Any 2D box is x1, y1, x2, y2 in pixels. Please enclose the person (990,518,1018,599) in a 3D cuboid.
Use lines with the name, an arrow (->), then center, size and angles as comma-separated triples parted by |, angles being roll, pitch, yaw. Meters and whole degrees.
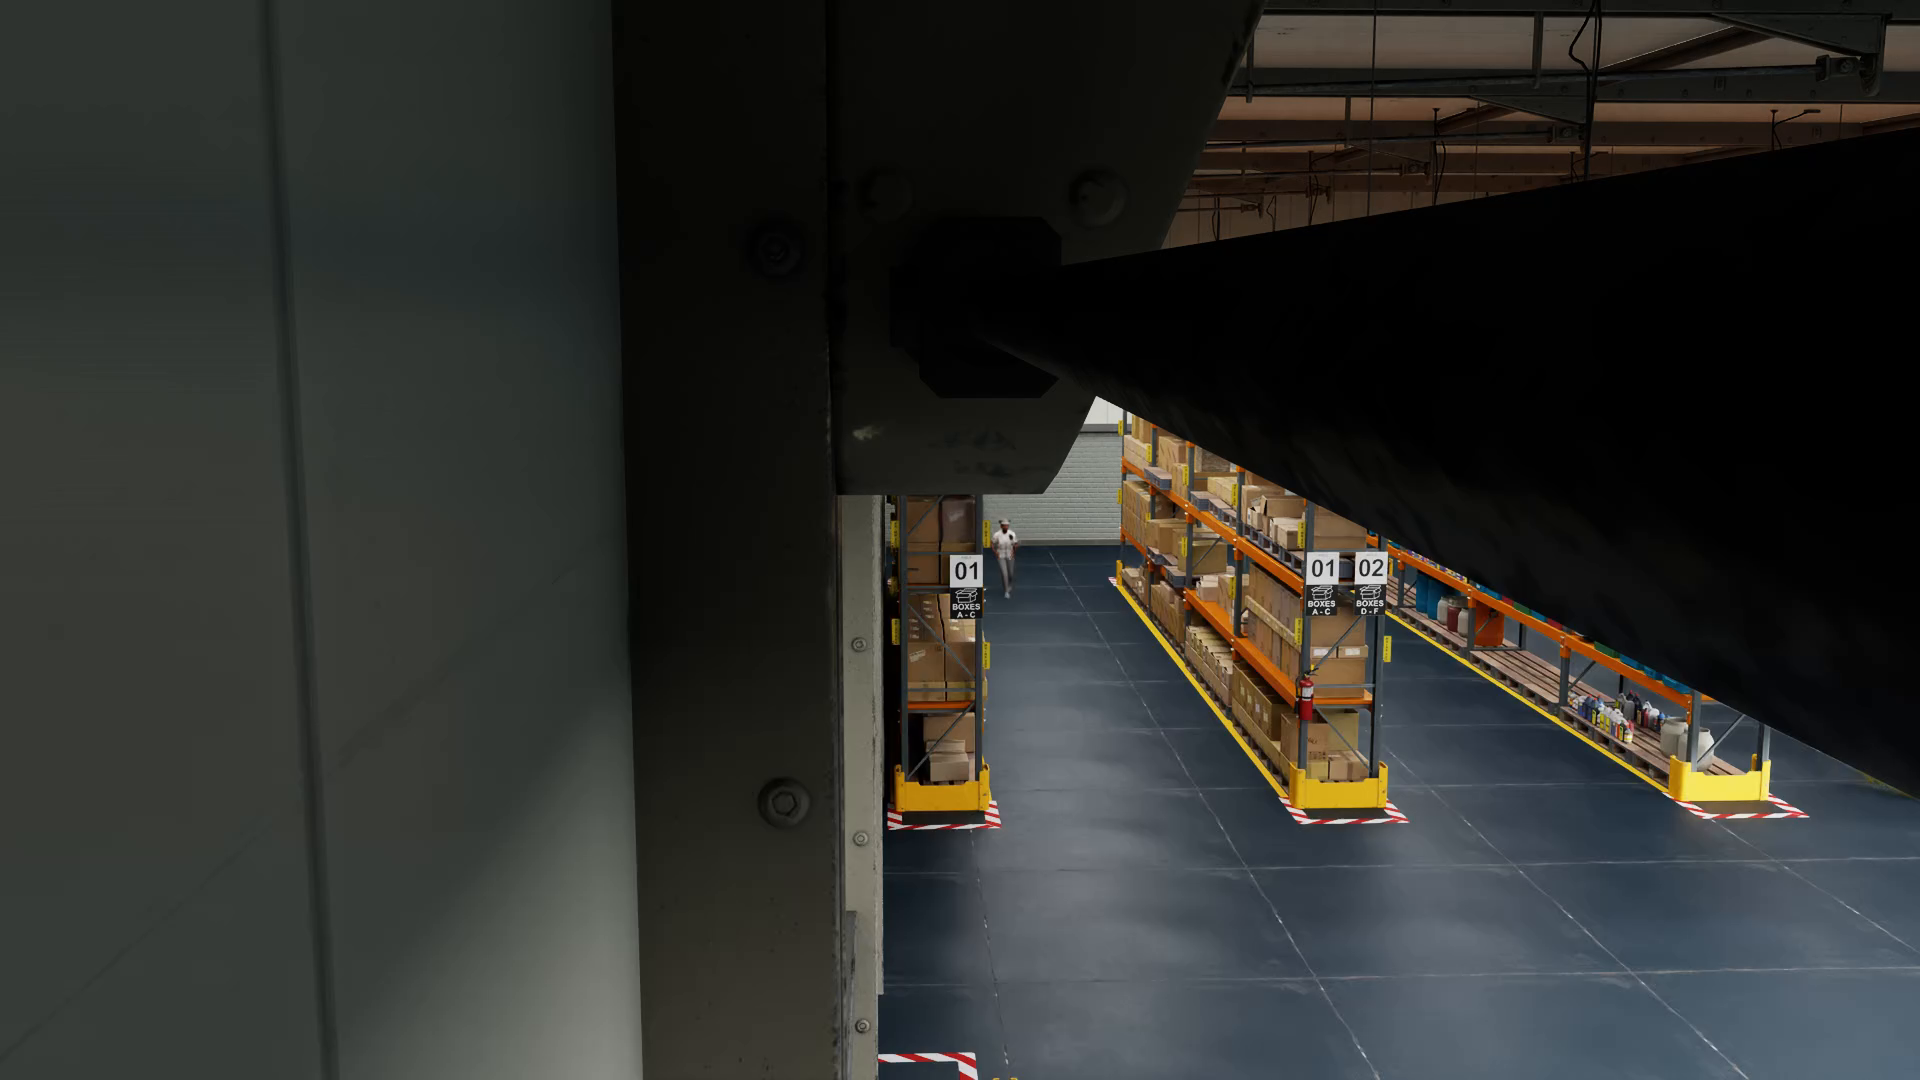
person -> 0.933, 0.365, 34.972 | 0.589, 1.683, 0.619 | -1, 9, -9

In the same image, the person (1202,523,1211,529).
person -> 5.377, 0.113, 37.079 | 0.546, 1.549, 0.558 | -8, 12, -44
